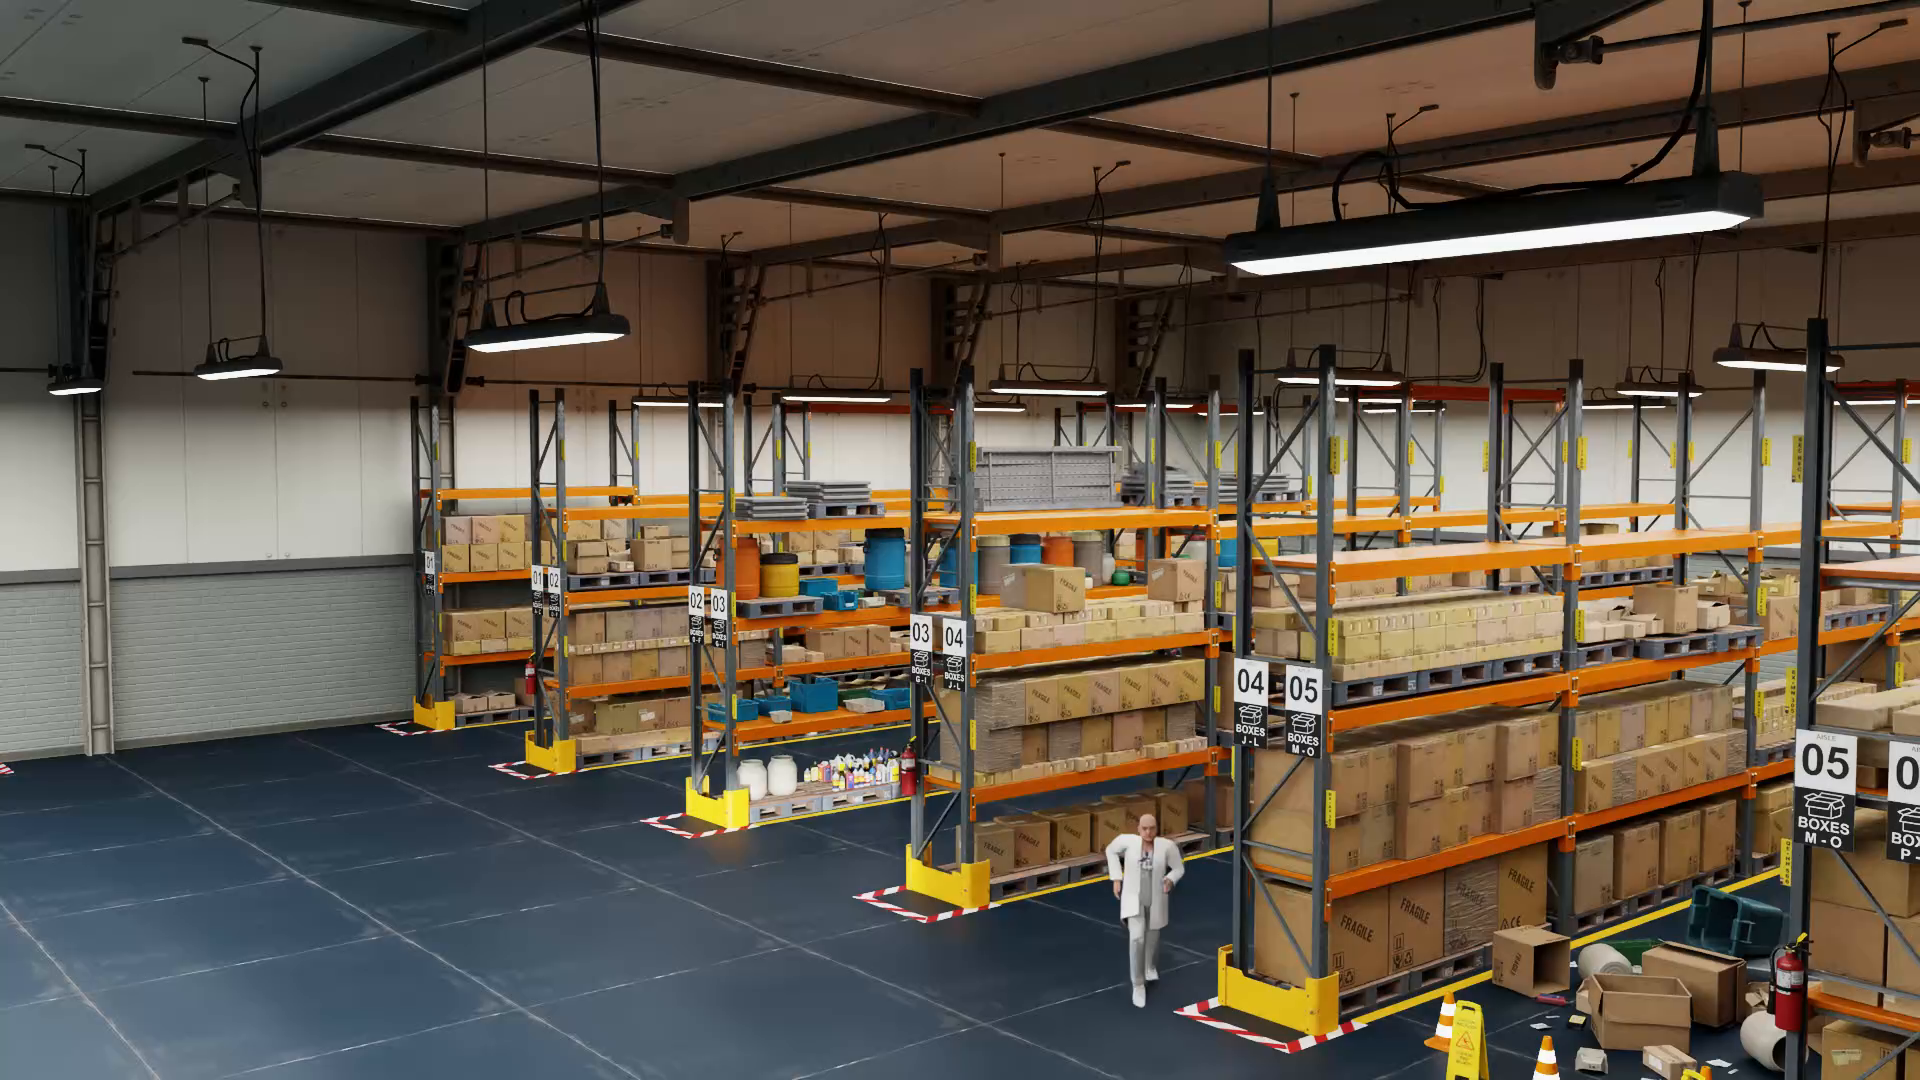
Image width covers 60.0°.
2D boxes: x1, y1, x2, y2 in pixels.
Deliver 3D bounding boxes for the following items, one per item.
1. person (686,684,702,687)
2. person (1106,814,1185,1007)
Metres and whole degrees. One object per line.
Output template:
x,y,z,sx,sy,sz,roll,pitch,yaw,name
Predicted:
-4.954,2.532,30.805,0.584,1.620,0.667,2,4,36,person
1.730,3.395,15.550,0.724,1.777,0.985,0,3,2,person
